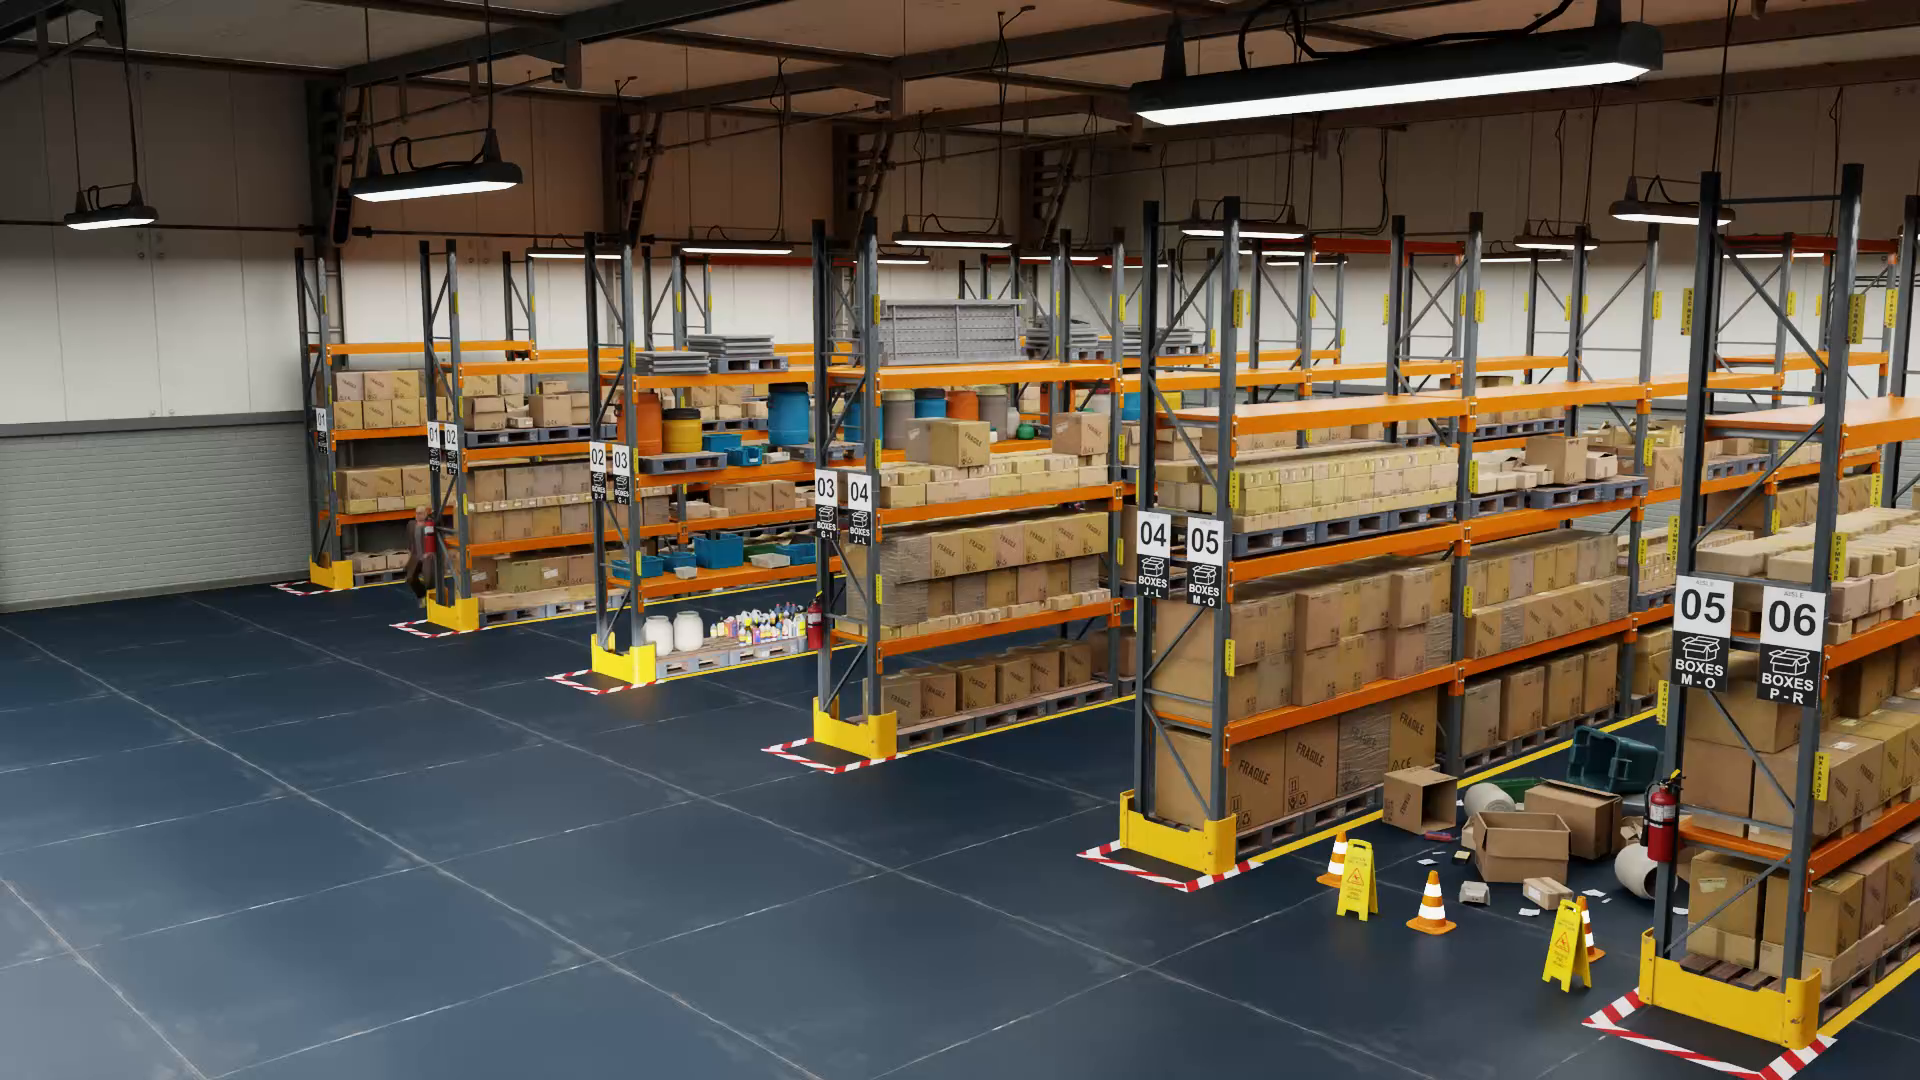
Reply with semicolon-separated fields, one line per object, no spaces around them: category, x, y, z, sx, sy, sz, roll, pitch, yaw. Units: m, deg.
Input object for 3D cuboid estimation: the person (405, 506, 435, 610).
person;-8.889;0.306;27.419;0.701;1.710;0.765;1;8;7
